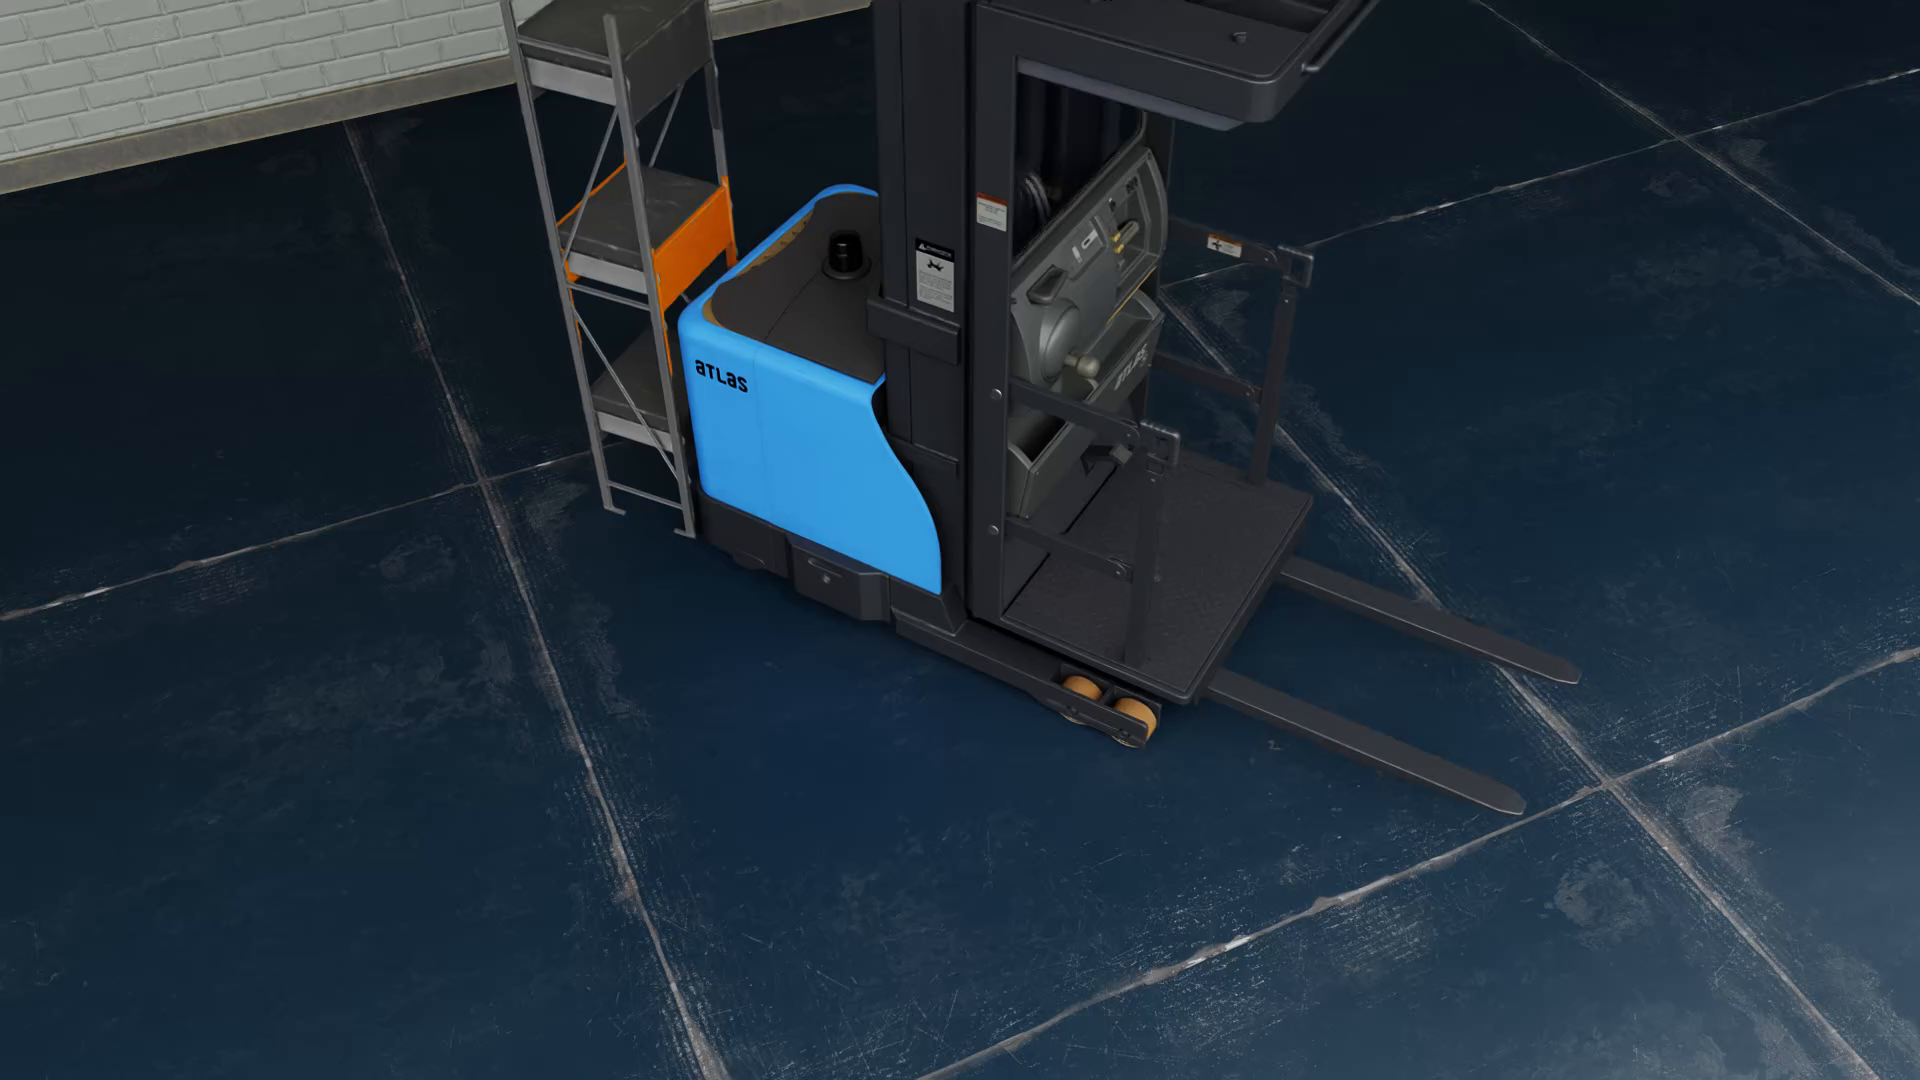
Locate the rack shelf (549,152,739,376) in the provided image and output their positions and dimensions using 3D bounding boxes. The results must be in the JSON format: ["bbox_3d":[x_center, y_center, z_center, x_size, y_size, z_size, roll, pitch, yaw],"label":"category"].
[{"bbox_3d":[-1.076,-0.960,5.747,0.431,0.518,0.480,18,47,17],"label":"rack shelf"}]

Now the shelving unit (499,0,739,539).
[{"bbox_3d":[-1.076,-0.970,5.737,0.431,2.100,0.503,18,47,17],"label":"shelving unit"}]

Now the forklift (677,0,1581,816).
[{"bbox_3d":[0.579,-0.783,4.957,3.031,2.935,1.130,22,49,21],"label":"forklift"}]

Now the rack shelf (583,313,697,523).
[{"bbox_3d":[-1.076,-0.461,6.238,0.431,0.518,0.480,18,47,17],"label":"rack shelf"}]

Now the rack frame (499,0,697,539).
[{"bbox_3d":[-1.177,-0.814,5.579,0.400,2.100,0.015,18,47,17],"label":"rack frame"}]

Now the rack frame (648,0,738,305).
[{"bbox_3d":[-0.975,-1.125,5.895,0.400,2.100,0.015,18,47,17],"label":"rack frame"}]

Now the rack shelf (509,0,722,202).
[{"bbox_3d":[-1.076,-1.459,5.256,0.431,0.518,0.480,18,47,17],"label":"rack shelf"}]
